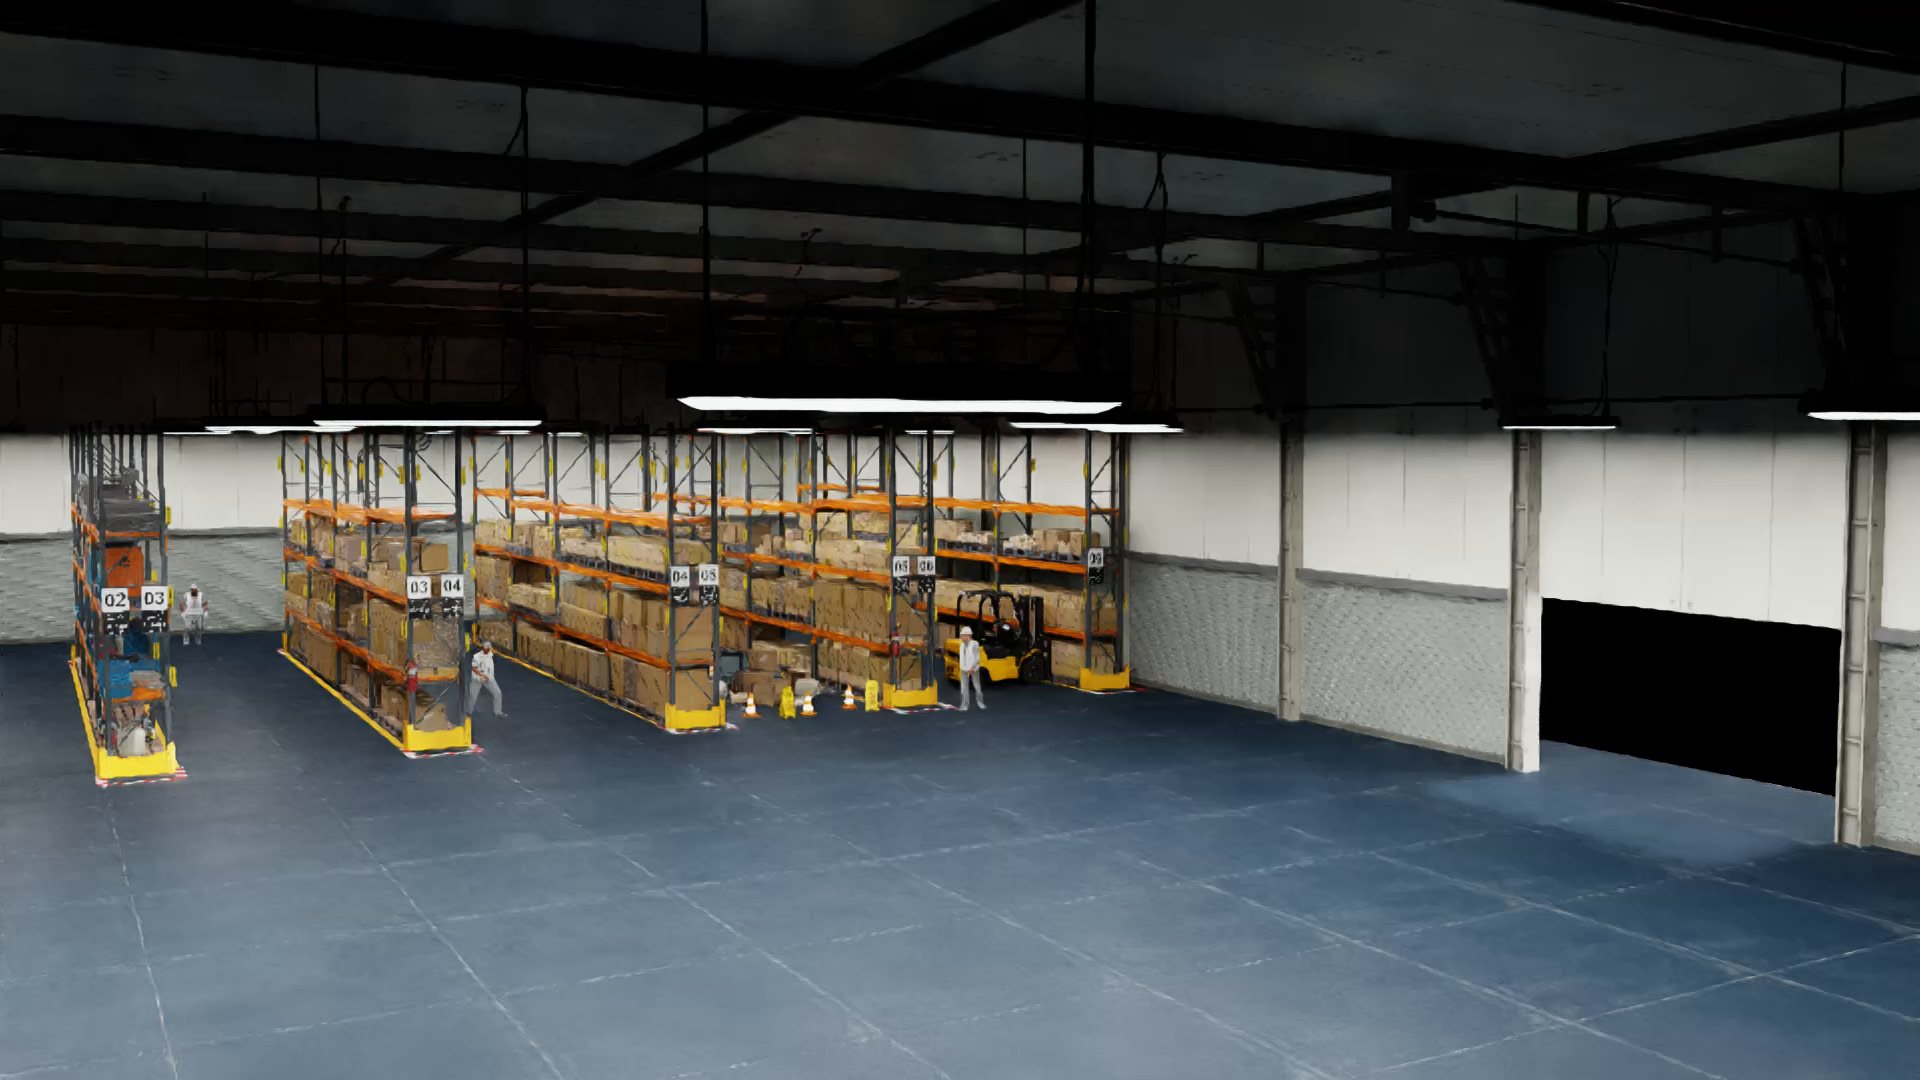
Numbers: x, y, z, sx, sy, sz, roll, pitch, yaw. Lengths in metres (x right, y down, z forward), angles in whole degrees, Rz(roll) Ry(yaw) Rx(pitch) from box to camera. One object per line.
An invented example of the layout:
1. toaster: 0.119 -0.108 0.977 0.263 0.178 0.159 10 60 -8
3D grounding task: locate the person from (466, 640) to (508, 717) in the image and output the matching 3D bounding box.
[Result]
1. person: -9.705 2.822 33.891 0.809 1.595 0.653 3 5 42

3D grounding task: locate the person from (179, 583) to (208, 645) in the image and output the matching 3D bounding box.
1. person: -21.027 2.045 45.643 0.702 1.735 0.549 -2 4 -31

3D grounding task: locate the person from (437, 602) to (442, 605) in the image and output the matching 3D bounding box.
1. person: -14.089 2.157 45.333 0.417 1.504 1.036 -2 4 -27

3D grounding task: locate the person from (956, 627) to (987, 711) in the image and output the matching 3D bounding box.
1. person: 0.225 2.693 34.843 0.554 1.769 0.701 2 4 32
